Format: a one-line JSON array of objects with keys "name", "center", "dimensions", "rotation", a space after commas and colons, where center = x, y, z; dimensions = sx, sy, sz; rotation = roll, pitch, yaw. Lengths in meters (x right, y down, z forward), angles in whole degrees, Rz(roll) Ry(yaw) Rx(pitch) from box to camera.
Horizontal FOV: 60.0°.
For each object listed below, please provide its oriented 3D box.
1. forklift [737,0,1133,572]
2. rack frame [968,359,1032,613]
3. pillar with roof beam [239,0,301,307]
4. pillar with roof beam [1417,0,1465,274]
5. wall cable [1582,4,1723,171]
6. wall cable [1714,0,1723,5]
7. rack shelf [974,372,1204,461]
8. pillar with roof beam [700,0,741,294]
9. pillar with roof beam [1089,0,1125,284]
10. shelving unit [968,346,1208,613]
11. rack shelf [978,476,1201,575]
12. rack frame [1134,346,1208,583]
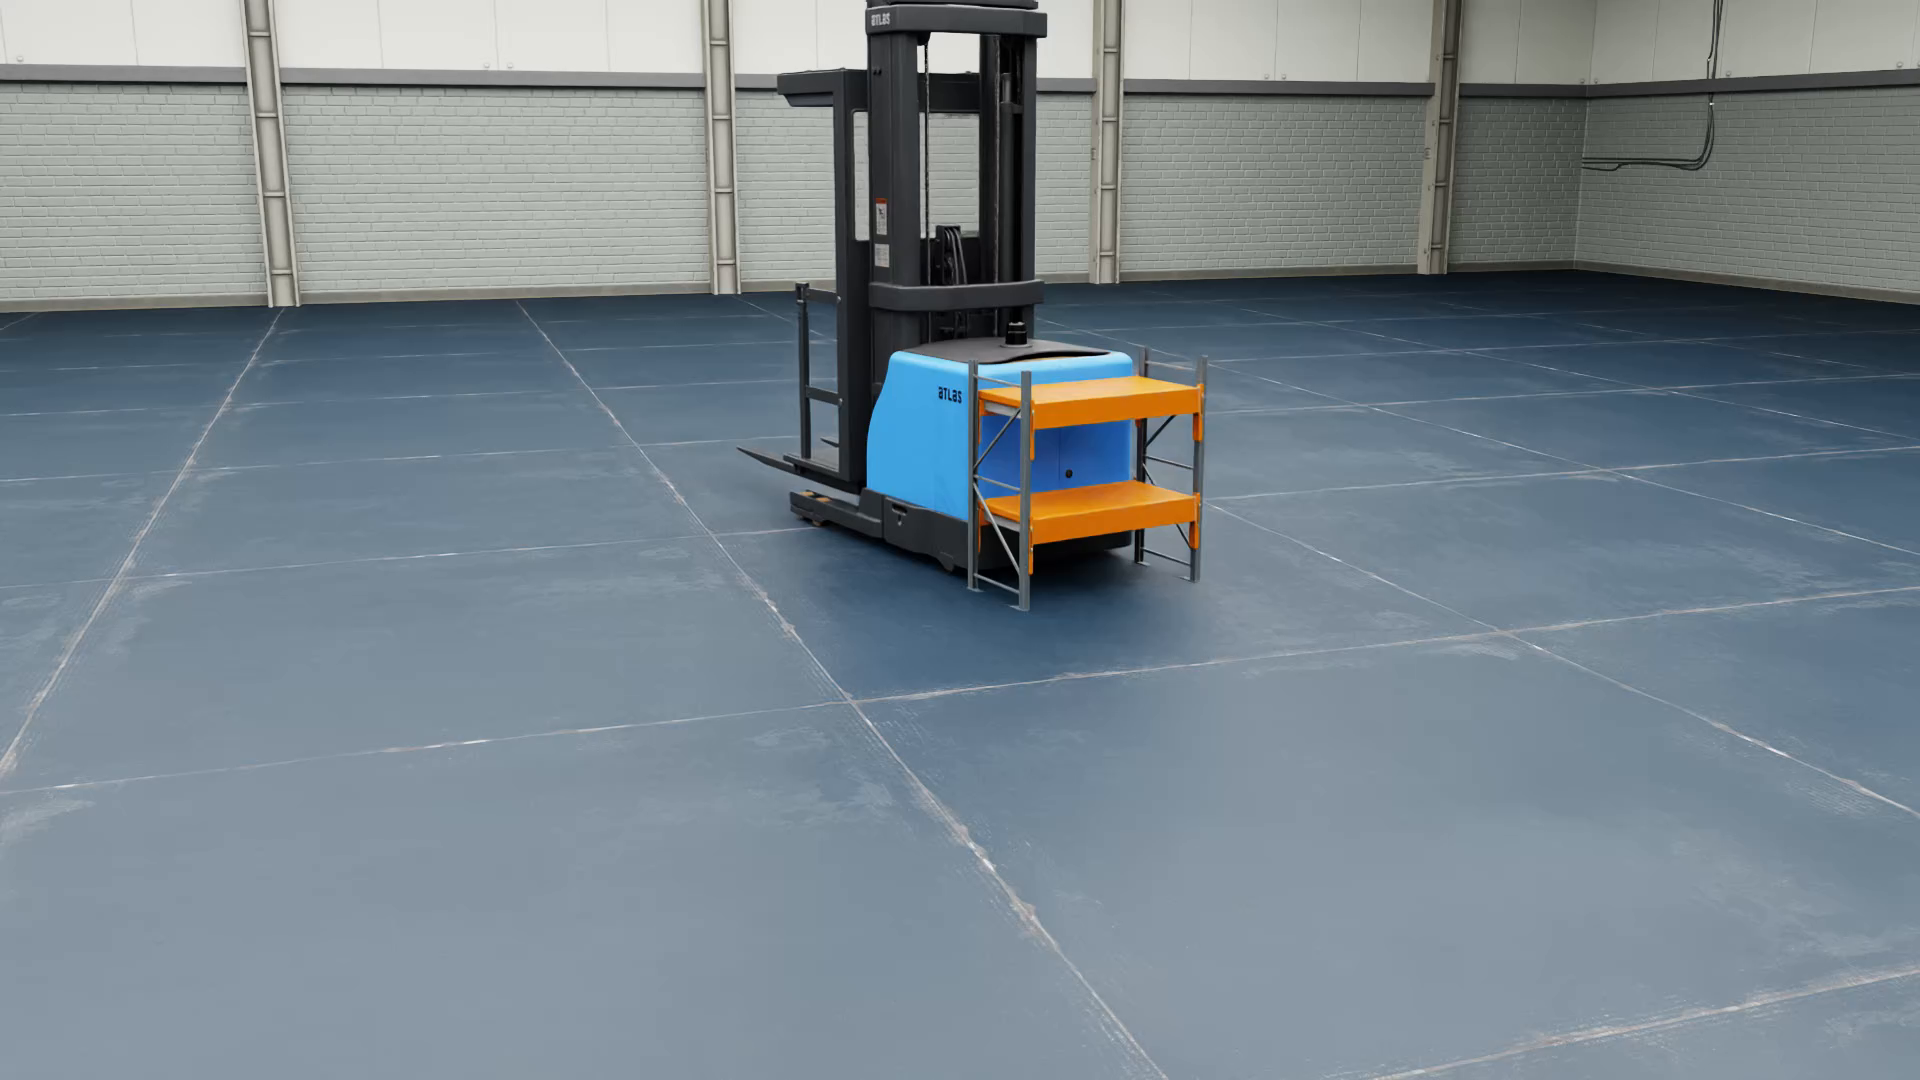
[{"name": "forklift", "center": [-0.326, -1.558, 9.358], "dimensions": [1.130, 2.935, 3.031], "rotation": [-9, 16, -32]}, {"name": "rack frame", "center": [0.181, -0.261, 7.809], "dimensions": [0.032, 1.125, 0.500], "rotation": [-8, 16, -30]}, {"name": "pillar with roof beam", "center": [-7.737, -6.598, 17.435], "dimensions": [0.400, 9.000, 9.100], "rotation": [-4, 14, -18]}, {"name": "pillar with roof beam", "center": [9.323, -7.926, 23.020], "dimensions": [0.400, 9.000, 9.100], "rotation": [-4, 14, -18]}, {"name": "wall cable", "center": [11.163, -7.287, 27.044], "dimensions": [0.112, 2.526, 3.097], "rotation": [-4, 14, -18]}, {"name": "wall cable", "center": [12.026, -9.151, 23.965], "dimensions": [0.112, 2.526, 3.097], "rotation": [-4, 14, -18]}, {"name": "rack shelf", "center": [0.615, -0.607, 7.999], "dimensions": [1.000, 0.278, 0.538], "rotation": [-8, 16, -30]}, {"name": "pillar with roof beam", "center": [-2.051, -7.041, 19.297], "dimensions": [0.400, 9.000, 9.100], "rotation": [-4, 14, -18]}, {"name": "pillar with roof beam", "center": [3.636, -7.484, 21.158], "dimensions": [0.400, 9.000, 9.100], "rotation": [-4, 14, -18]}, {"name": "shelving unit", "center": [0.615, -0.322, 8.066], "dimensions": [1.048, 1.125, 0.538], "rotation": [-8, 16, -30]}, {"name": "rack shelf", "center": [0.615, -0.084, 8.123], "dimensions": [1.000, 0.278, 0.538], "rotation": [-8, 16, -30]}, {"name": "rack frame", "center": [1.049, -0.383, 8.324], "dimensions": [0.032, 1.125, 0.500], "rotation": [-8, 16, -30]}]
